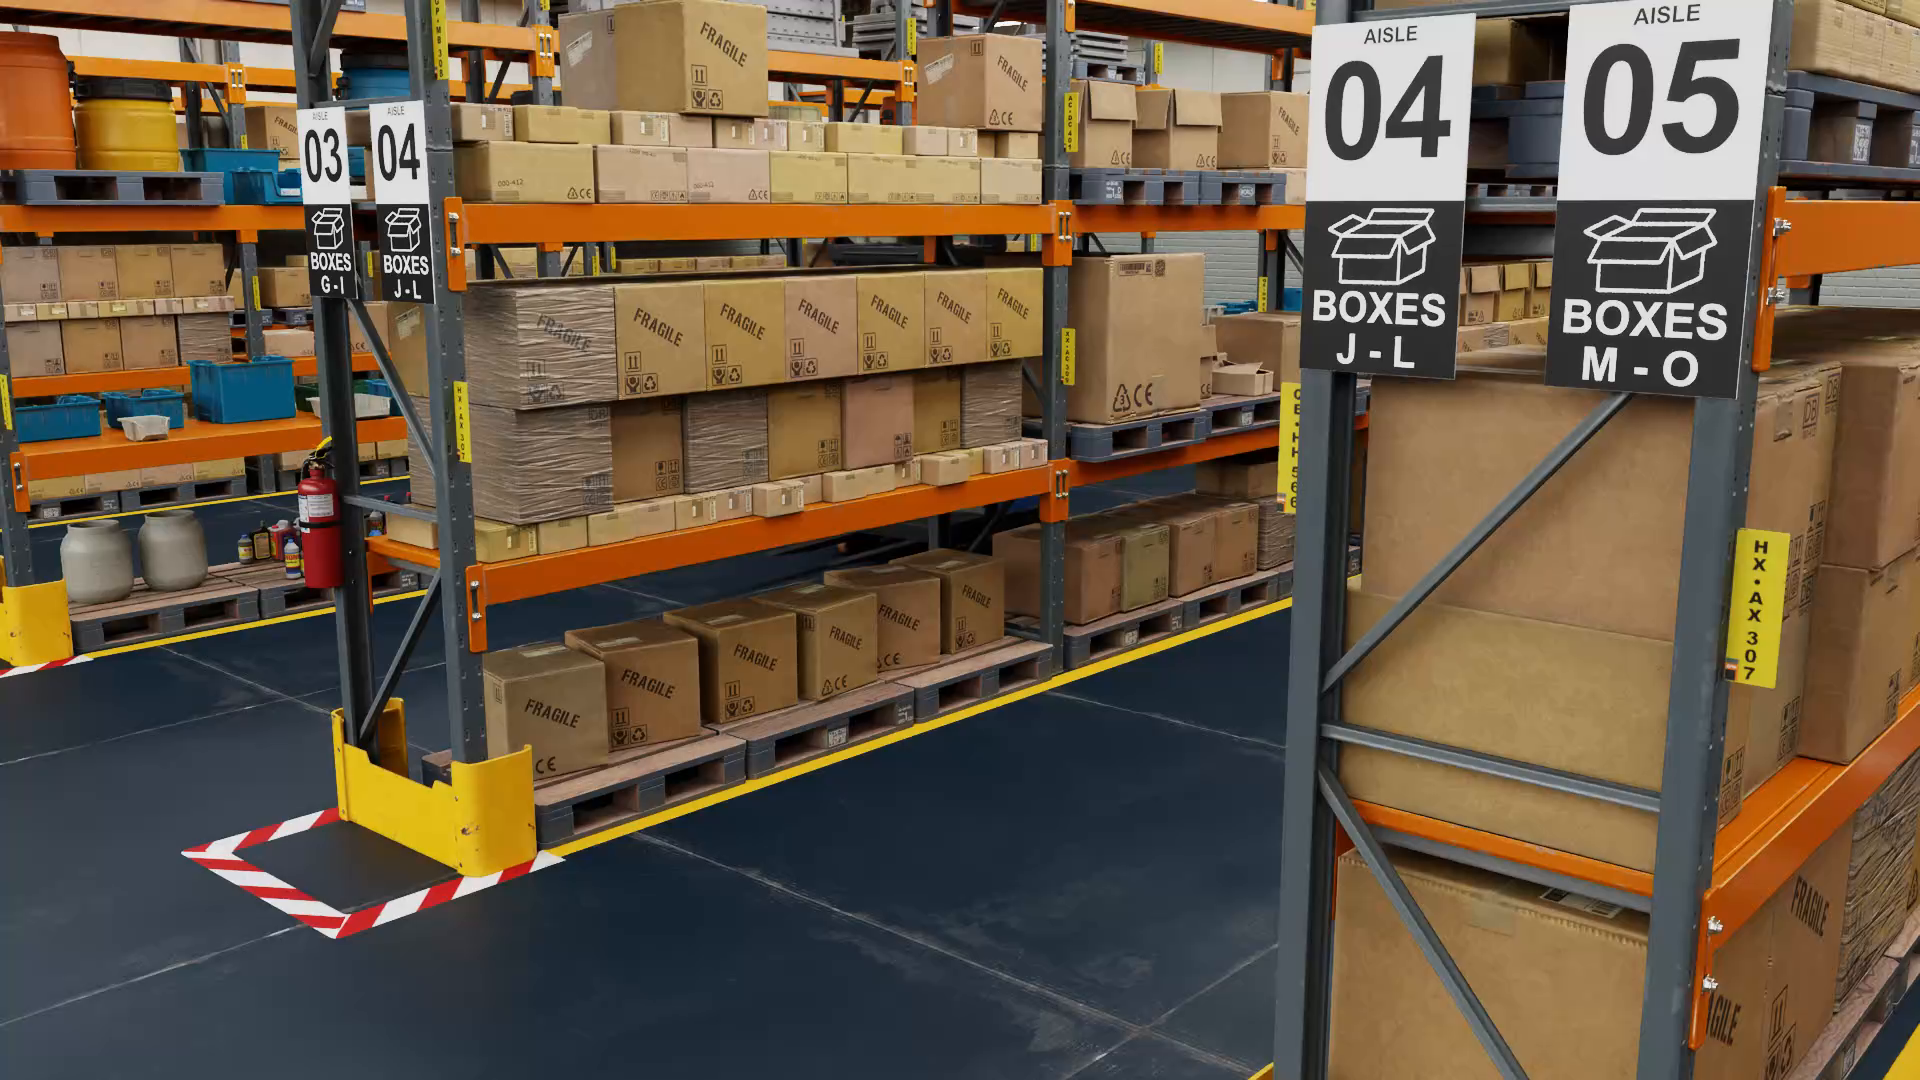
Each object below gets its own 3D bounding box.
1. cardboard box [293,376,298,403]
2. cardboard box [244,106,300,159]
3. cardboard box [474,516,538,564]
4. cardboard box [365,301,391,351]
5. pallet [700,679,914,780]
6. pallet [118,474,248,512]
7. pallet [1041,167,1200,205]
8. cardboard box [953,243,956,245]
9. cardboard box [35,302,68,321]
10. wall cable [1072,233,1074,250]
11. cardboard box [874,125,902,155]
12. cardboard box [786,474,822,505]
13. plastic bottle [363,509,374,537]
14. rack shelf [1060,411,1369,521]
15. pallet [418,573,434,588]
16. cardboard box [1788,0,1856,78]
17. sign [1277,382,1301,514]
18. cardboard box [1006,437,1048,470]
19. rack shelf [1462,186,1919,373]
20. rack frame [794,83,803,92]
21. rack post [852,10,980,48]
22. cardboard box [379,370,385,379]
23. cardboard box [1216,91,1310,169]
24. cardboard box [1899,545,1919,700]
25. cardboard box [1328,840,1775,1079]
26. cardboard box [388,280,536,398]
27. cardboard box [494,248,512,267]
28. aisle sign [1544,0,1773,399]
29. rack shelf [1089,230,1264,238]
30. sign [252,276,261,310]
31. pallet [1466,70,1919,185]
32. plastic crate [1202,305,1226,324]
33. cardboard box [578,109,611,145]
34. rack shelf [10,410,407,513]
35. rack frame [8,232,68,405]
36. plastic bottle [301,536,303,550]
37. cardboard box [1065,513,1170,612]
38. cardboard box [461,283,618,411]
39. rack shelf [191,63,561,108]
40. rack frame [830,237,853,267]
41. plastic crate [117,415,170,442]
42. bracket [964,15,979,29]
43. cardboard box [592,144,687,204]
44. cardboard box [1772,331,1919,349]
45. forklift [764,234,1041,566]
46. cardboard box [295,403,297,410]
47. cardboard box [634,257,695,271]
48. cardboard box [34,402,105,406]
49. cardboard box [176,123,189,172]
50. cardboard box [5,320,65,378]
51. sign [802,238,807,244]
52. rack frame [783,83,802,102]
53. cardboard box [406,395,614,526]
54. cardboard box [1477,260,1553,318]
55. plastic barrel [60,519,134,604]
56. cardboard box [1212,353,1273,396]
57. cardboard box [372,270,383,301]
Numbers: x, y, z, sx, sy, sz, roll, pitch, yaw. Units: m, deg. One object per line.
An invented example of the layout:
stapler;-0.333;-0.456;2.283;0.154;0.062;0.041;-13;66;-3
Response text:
cardboard box;-9.171;-2.039;22.022;0.700;0.500;0.500;10;15;40
cardboard box;-6.788;-4.051;16.574;0.500;0.500;0.500;10;15;41
cardboard box;-2.059;-0.013;7.257;0.380;0.149;0.250;10;15;40
cardboard box;-6.027;-2.306;17.841;0.500;0.500;0.500;10;15;40
pallet;-1.008;0.938;8.976;1.003;0.211;1.213;10;15;40
pallet;-7.781;-0.516;16.253;1.003;0.211;1.213;10;15;40
pallet;0.702;-2.169;10.234;1.213;0.211;1.003;10;15;40
cardboard box;-0.401;-3.971;23.629;0.500;0.500;0.500;10;15;42
cardboard box;-8.255;-2.068;14.994;0.380;0.149;0.250;10;15;42
wall cable;0.975;-6.605;32.233;3.097;2.526;0.112;10;15;40
cardboard box;-0.517;-2.073;8.638;0.380;0.149;0.250;11;15;42
cardboard box;-0.930;-0.275;8.569;0.380;0.149;0.250;10;15;40
plastic bottle;-4.616;-0.125;12.993;0.061;0.283;0.133;11;15;43
rack shelf;1.535;-0.655;11.667;1.077;0.370;4.000;10;15;40
pallet;-3.981;0.107;13.135;1.003;0.211;1.213;10;15;40
cardboard box;1.700;-1.080;3.616;0.380;0.149;0.250;10;15;41
sign;0.835;-0.225;4.116;0.100;0.325;0.005;10;15;40
cardboard box;0.293;-0.520;9.799;0.380;0.149;0.250;10;15;40
rack shelf;2.553;-0.881;5.141;1.077;0.370;4.000;10;15;40
rack frame;-3.027;-7.342;27.994;1.000;3.000;0.127;10;15;40
rack post;-0.418;-4.959;16.256;0.954;0.300;0.937;10;15;40
cardboard box;-7.724;-2.466;23.315;0.750;0.750;0.750;10;15;40
cardboard box;2.059;-2.817;11.464;0.500;0.500;0.500;10;15;41
cardboard box;2.573;0.164;5.347;0.875;0.550;0.500;10;15;40
cardboard box;1.631;1.259;4.601;0.875;0.875;0.875;10;15;41
cardboard box;-2.249;-0.923;7.605;0.500;0.500;0.500;10;15;40
cardboard box;-6.801;-4.058;23.889;0.500;0.250;0.500;9;15;39
aisle sign;1.412;-0.694;3.391;0.394;0.787;0.004;10;15;40
rack shelf;3.095;-3.943;20.472;1.077;0.370;4.000;10;15;40
sign;-6.807;-2.386;16.088;0.100;0.325;0.005;10;15;40
pallet;1.715;-1.006;4.160;1.003;0.211;1.213;10;15;40
plastic crate;2.921;-2.703;20.234;0.437;0.282;0.530;10;15;40
cardboard box;-1.753;-1.807;7.306;0.380;0.149;0.250;9;15;39
rack shelf;-4.826;-0.706;11.927;1.077;0.370;4.000;10;15;40
rack frame;-10.948;-2.634;19.742;1.000;3.000;0.127;10;15;40
plastic bottle;-4.879;0.024;12.454;0.097;0.201;0.097;0;11;0
cardboard box;0.965;0.142;11.102;0.700;0.500;0.500;10;15;40
cardboard box;-1.858;-0.856;7.269;0.500;0.500;0.500;10;15;40
rack shelf;-5.904;-4.682;17.534;1.077;0.370;4.000;10;15;40
rack frame;-0.866;-1.942;16.276;1.000;3.000;0.127;10;15;40
plastic crate;-5.314;-0.726;10.860;0.298;0.136;0.250;10;15;40
bracket;0.211;-9.980;32.012;0.235;0.232;0.430;10;15;40
cardboard box;-1.578;-1.636;7.469;0.500;0.250;0.500;9;15;39
cardboard box;2.525;-0.374;5.283;0.875;0.550;0.500;10;15;40
forklift;-0.354;-1.317;13.324;1.130;2.935;3.031;8;14;33
cardboard box;-6.834;-1.301;17.583;0.500;0.311;0.500;10;15;42
cardboard box;-4.811;-4.143;26.529;0.980;0.700;0.700;9;15;39
cardboard box;-8.426;-1.045;15.818;0.500;0.500;0.500;10;15;40
cardboard box;-7.755;-3.749;15.980;0.500;0.500;0.500;-11;15;-43
cardboard box;-8.527;-1.750;15.060;0.700;0.500;0.500;10;15;42
sign;-2.628;-5.012;28.084;0.100;0.325;0.005;10;15;40
rack frame;-1.944;-6.113;21.844;1.000;3.000;0.127;10;15;40
cardboard box;-2.042;-0.397;7.525;0.875;0.500;0.500;10;15;40
cardboard box;5.080;-2.336;15.432;0.797;0.503;0.637;9;15;39
plastic barrel;-5.770;0.142;11.120;0.421;0.512;0.421;0;11;0
cardboard box;1.957;-1.161;11.639;0.396;0.266;0.258;9;15;39
cardboard box;-7.795;-3.466;22.840;0.500;0.500;0.500;10;15;42
